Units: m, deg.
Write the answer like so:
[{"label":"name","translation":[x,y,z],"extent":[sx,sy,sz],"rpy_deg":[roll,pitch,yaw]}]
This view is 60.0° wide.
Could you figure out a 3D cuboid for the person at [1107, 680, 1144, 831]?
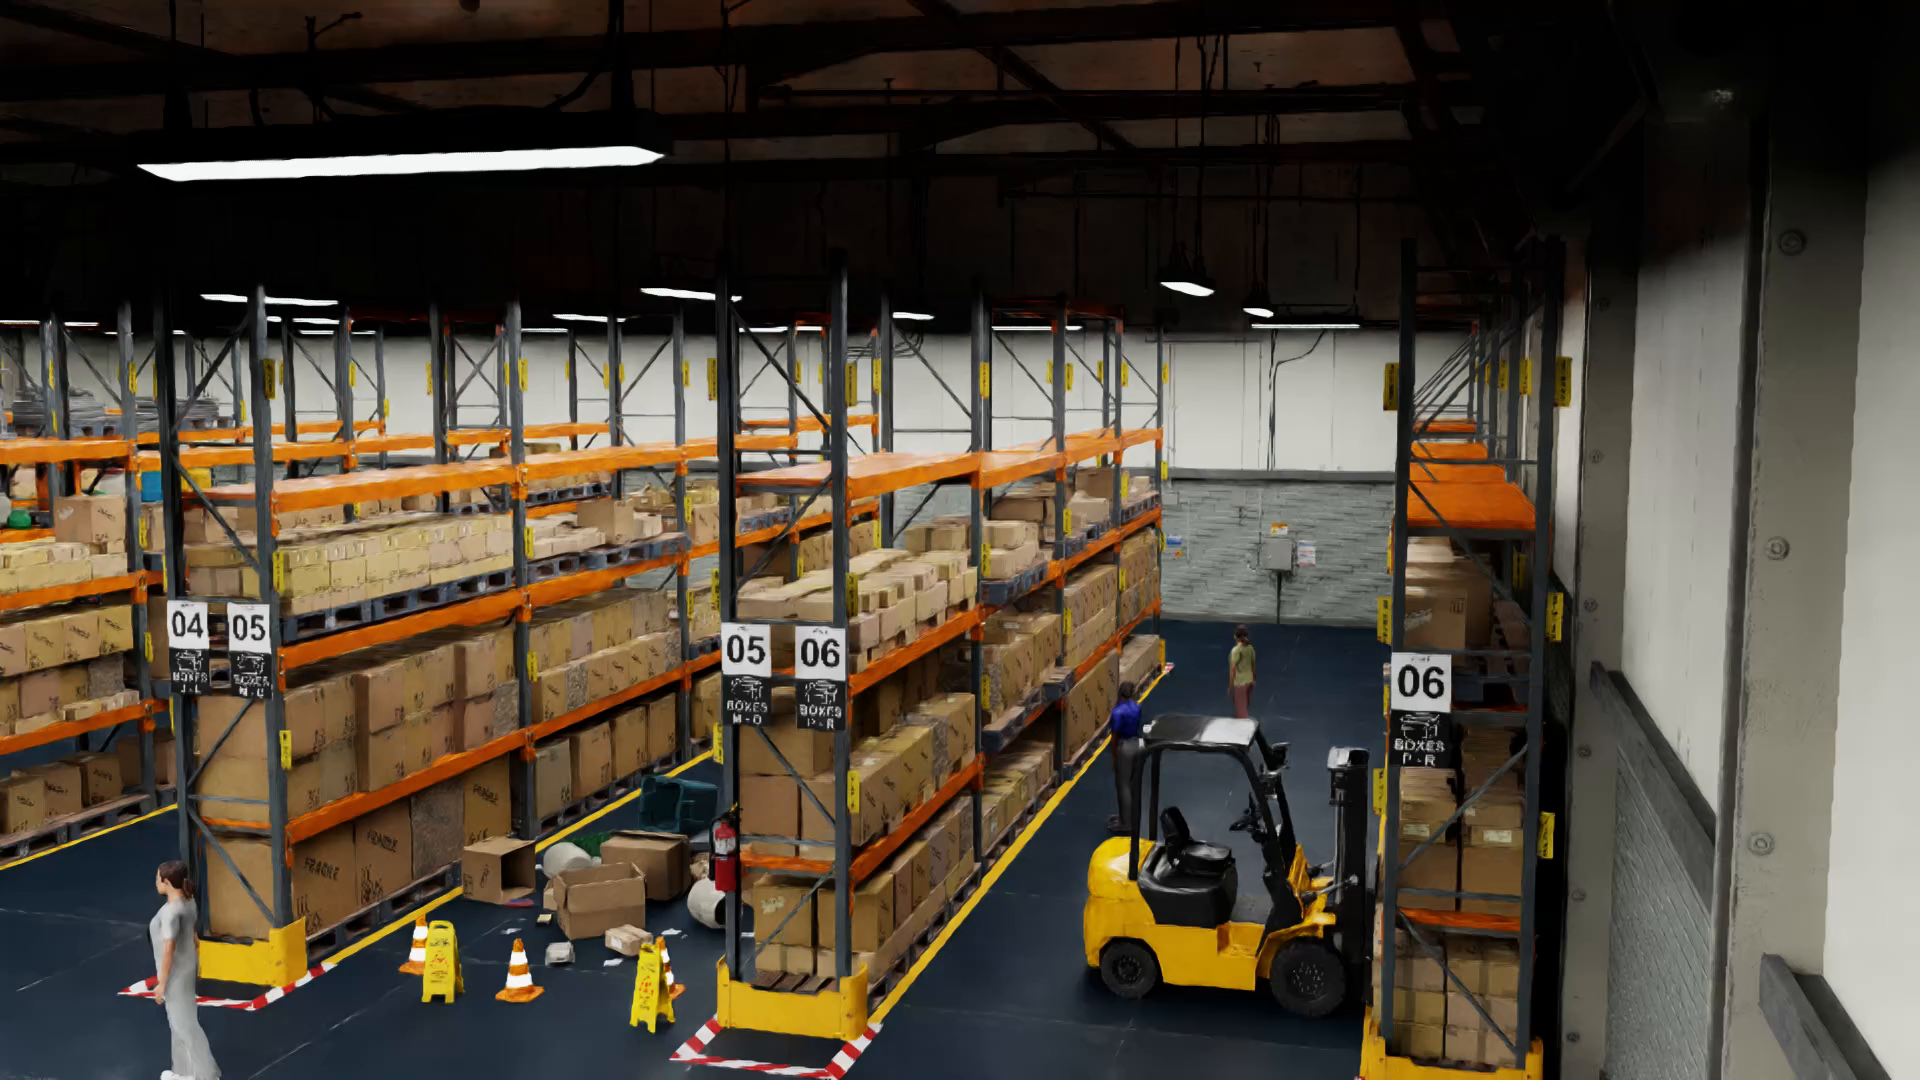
[{"label":"person","translation":[1.811,2.376,18.522],"extent":[0.497,1.661,0.468],"rpy_deg":[-6,8,-43]}]

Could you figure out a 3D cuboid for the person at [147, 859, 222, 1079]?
[{"label":"person","translation":[-5.510,3.099,11.817],"extent":[0.472,1.671,0.605],"rpy_deg":[-2,6,-14]}]

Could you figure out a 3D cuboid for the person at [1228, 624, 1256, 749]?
[{"label":"person","translation":[3.756,1.953,22.397],"extent":[0.580,1.666,0.572],"rpy_deg":[5,8,41]}]
